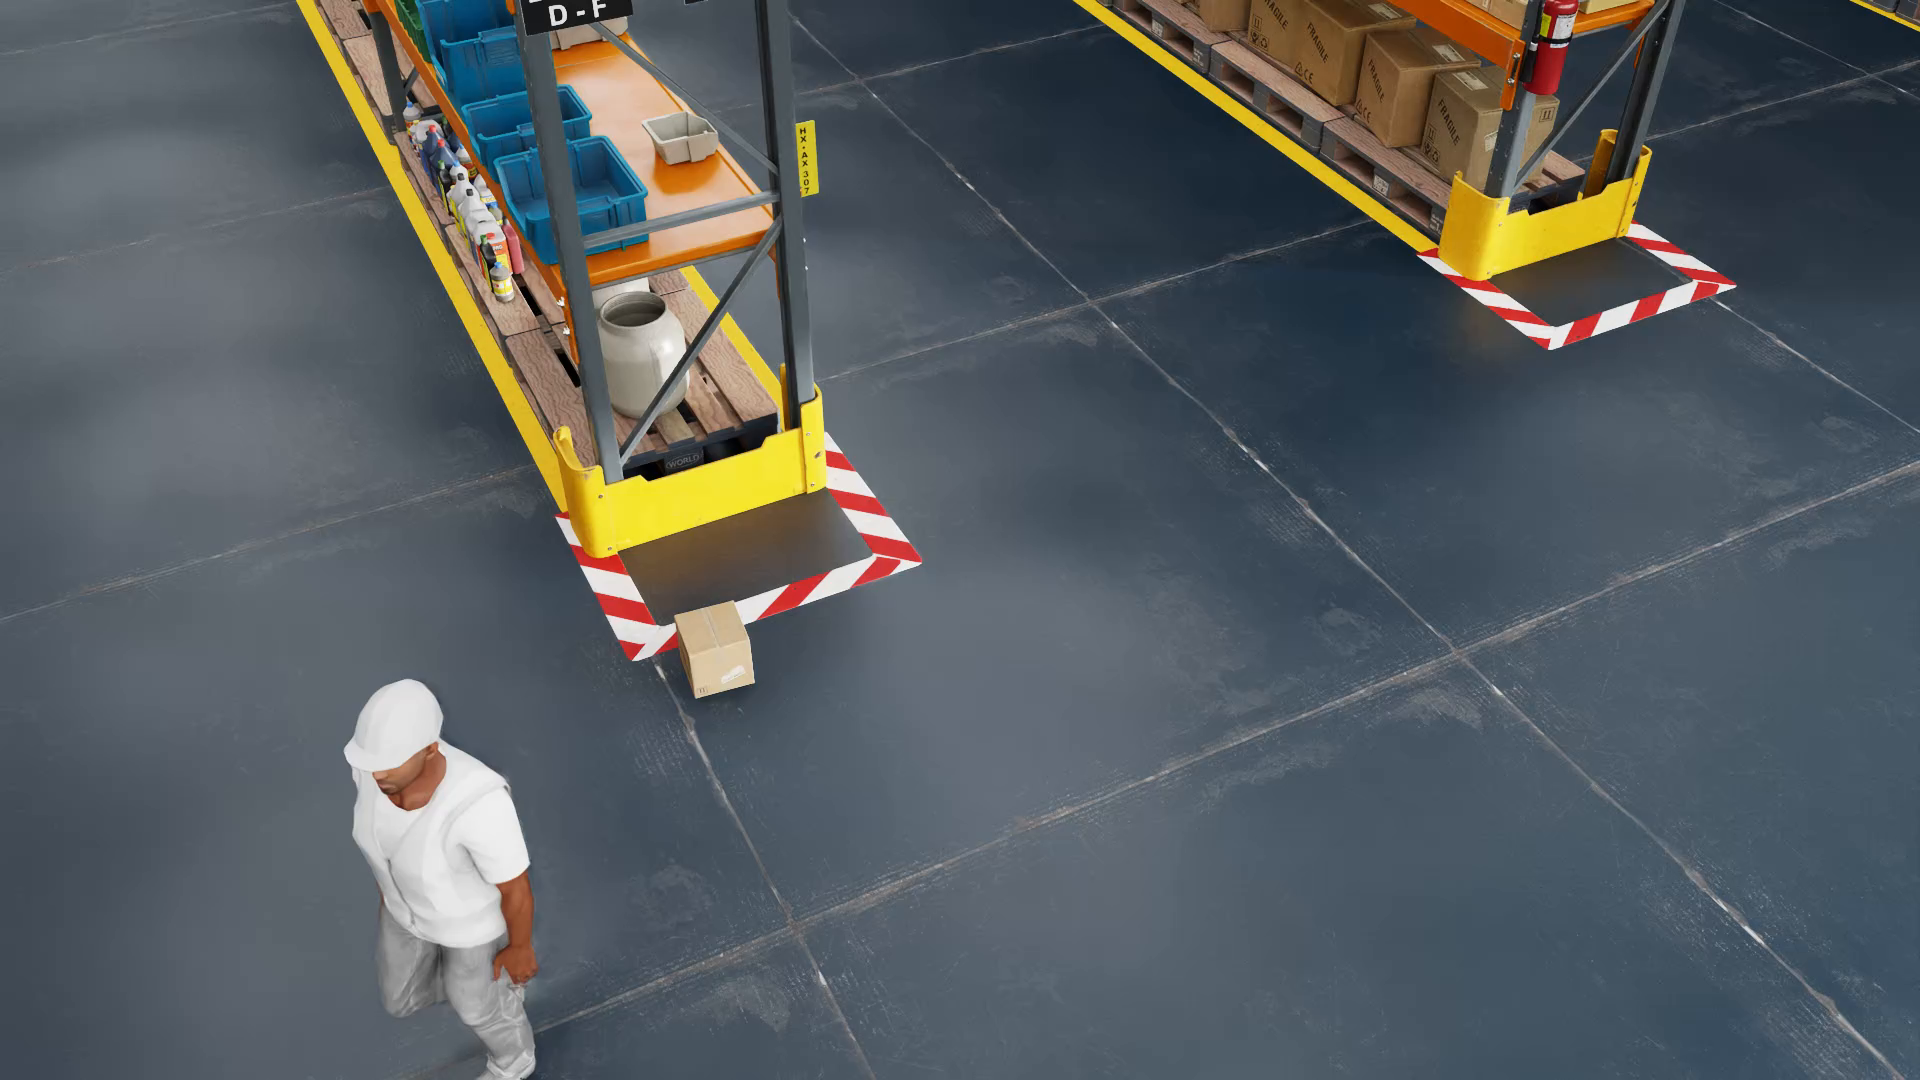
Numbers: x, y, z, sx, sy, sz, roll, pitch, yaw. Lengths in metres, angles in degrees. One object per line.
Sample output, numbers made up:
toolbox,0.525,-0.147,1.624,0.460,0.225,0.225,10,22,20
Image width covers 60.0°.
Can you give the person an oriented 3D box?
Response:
person,-1.484,1.053,4.888,0.634,1.759,0.511,20,45,22
